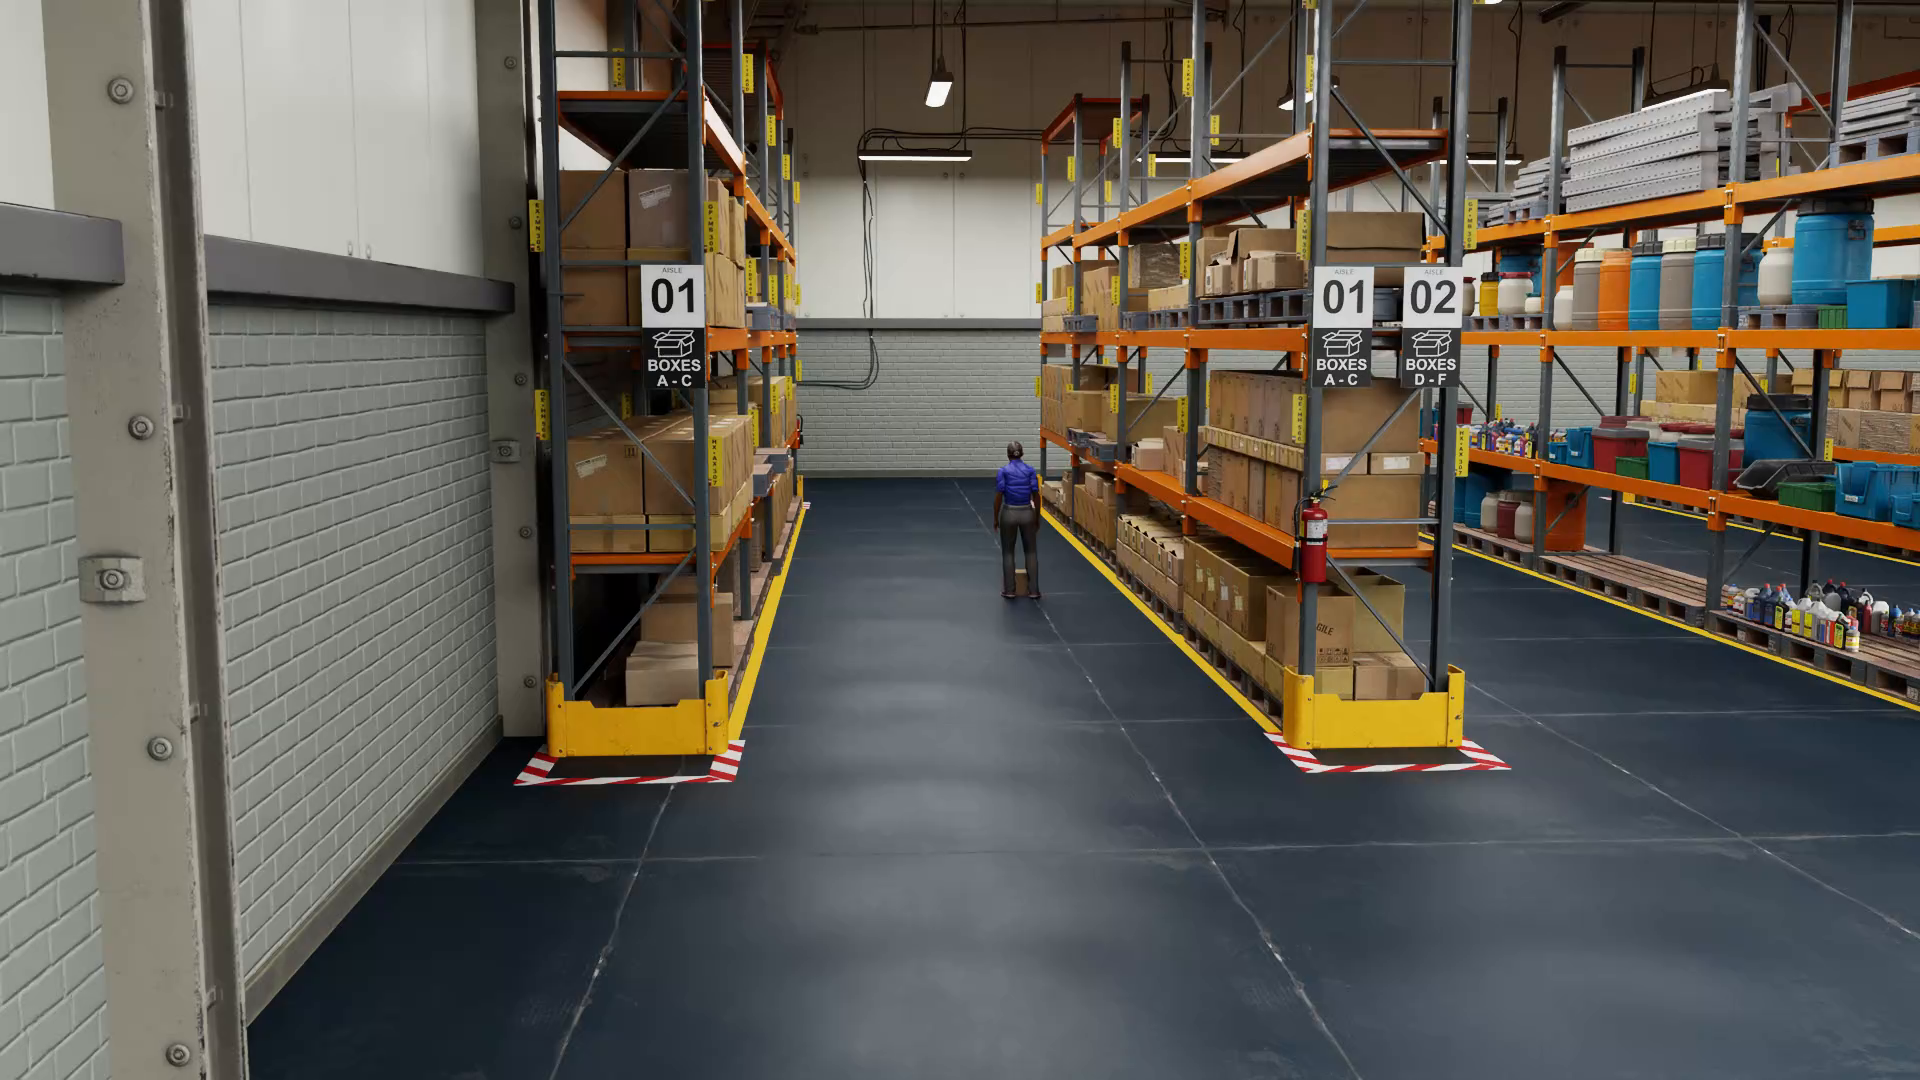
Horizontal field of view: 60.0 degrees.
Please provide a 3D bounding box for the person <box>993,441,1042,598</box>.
[{"bbox_3d":[0.611,-0.214,17.522,0.527,1.655,0.394,-1,7,-6],"label":"person"}]
